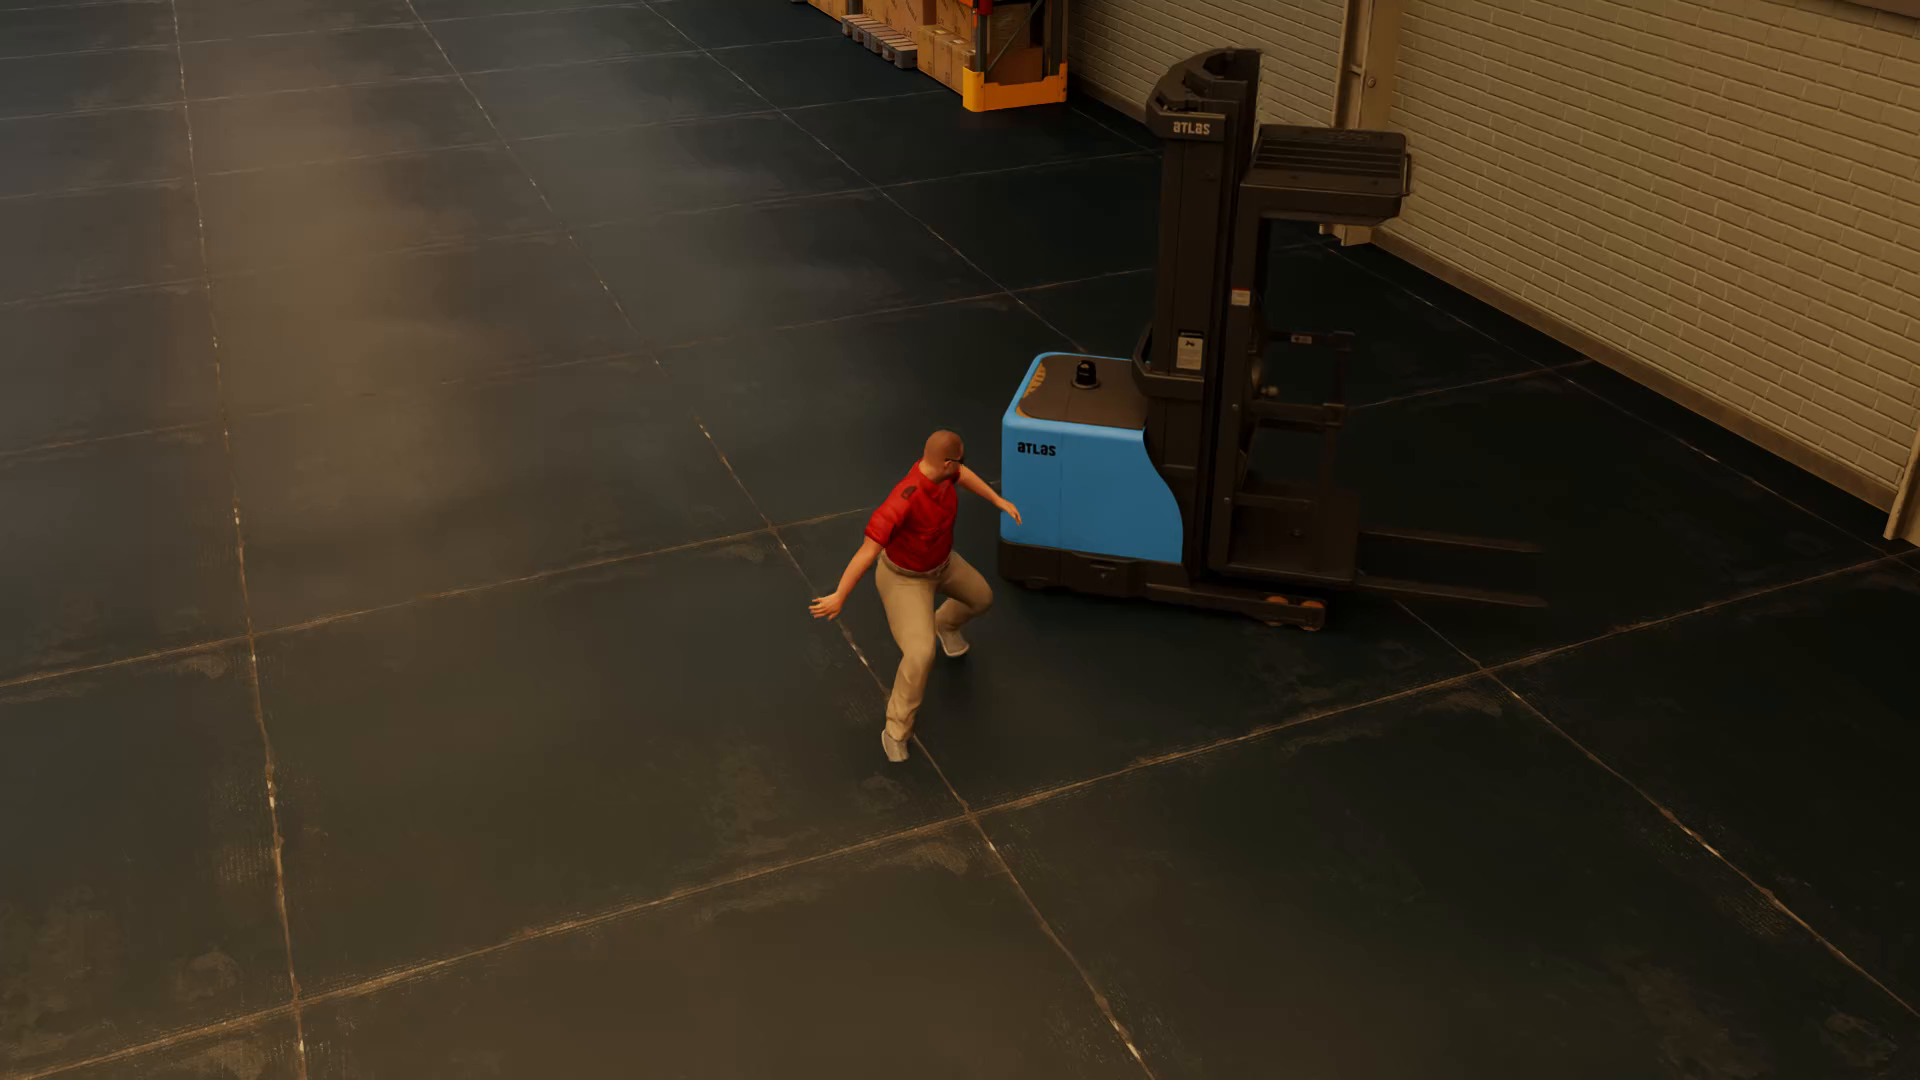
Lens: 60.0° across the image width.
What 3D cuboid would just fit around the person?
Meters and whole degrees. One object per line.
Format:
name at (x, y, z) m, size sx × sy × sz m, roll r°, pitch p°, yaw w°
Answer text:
person at (-0.206, 0.218, 8.226) m, size 0.552 × 1.685 × 1.151 m, roll 18°, pitch 34°, yaw 29°

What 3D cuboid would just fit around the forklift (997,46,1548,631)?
forklift at (1.791, -1.060, 8.974) m, size 3.031 × 2.935 × 1.130 m, roll 7°, pitch 31°, yaw 12°
